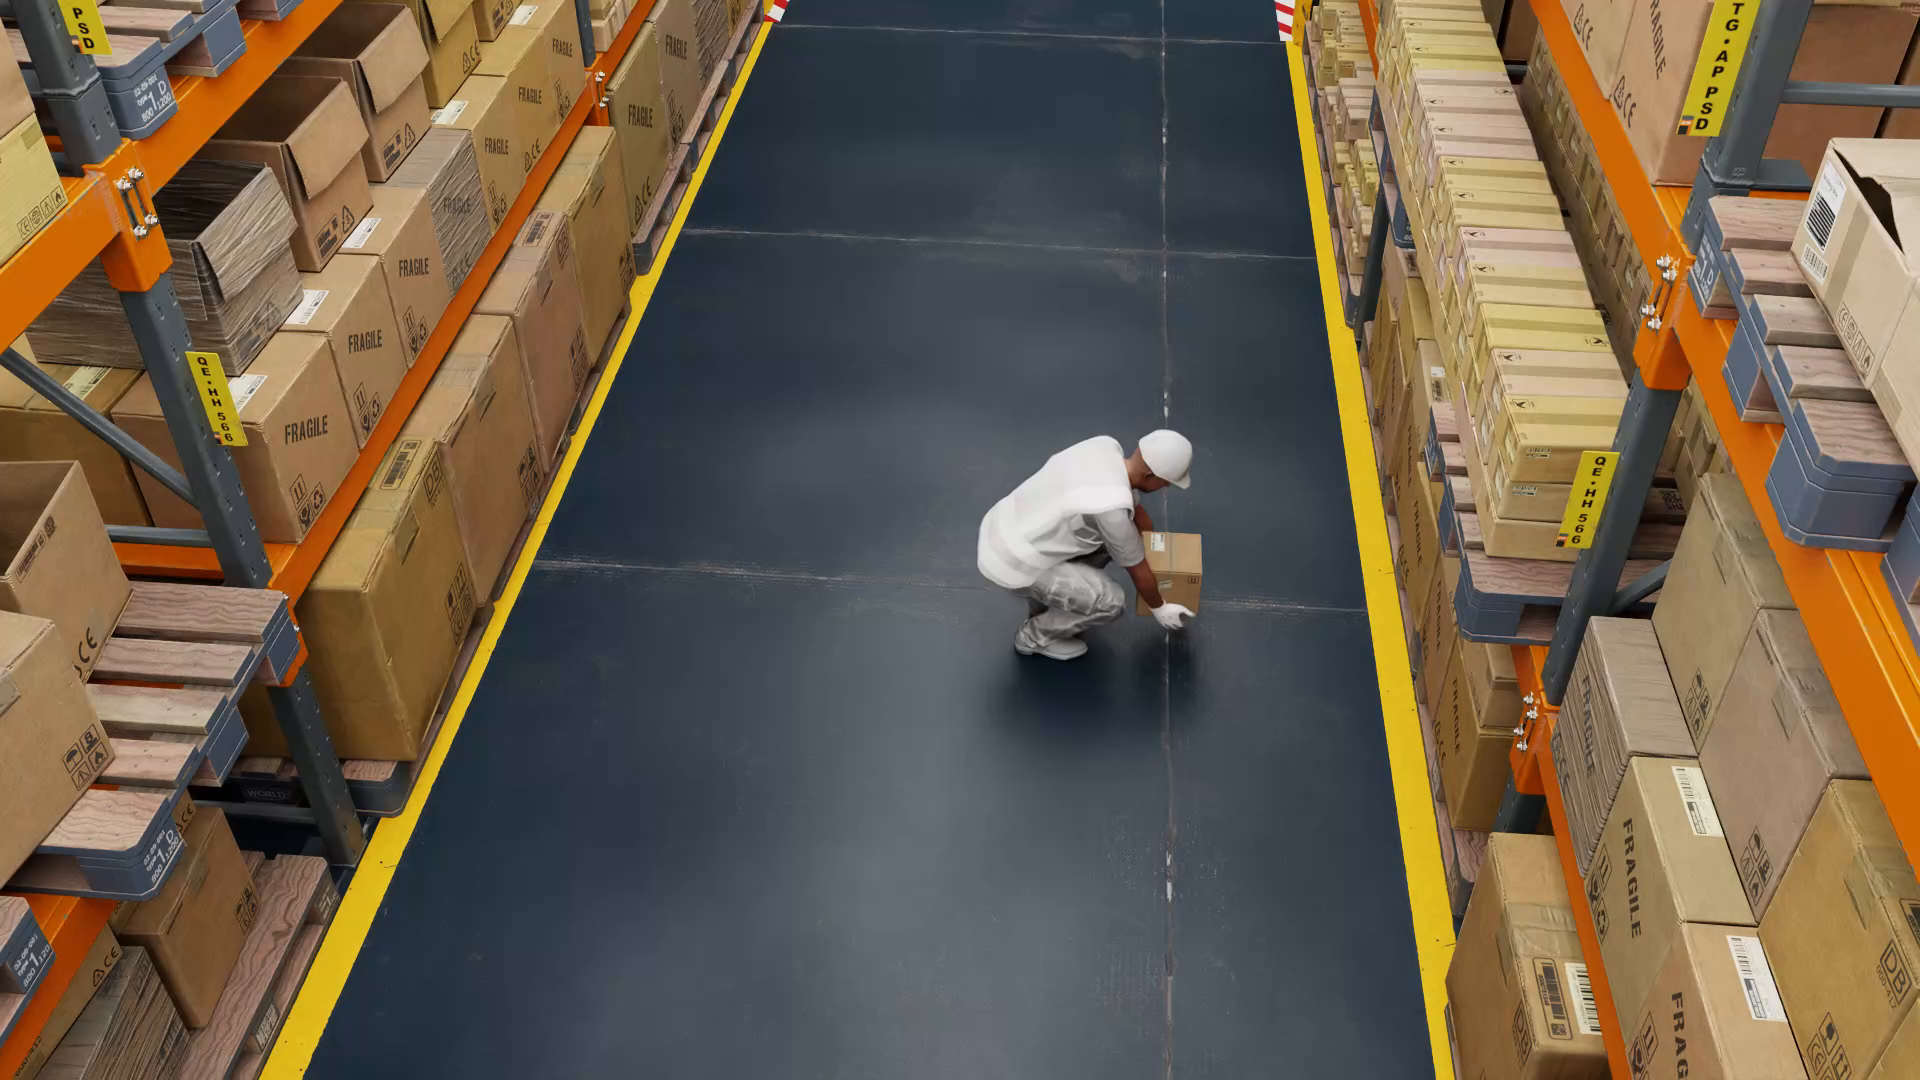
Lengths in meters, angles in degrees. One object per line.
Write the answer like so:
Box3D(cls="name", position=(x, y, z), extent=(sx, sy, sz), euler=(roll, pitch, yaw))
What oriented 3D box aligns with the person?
Box3D(cls="person", position=(0.526, -0.016, 6.775), extent=(0.907, 1.006, 0.563), euler=(3, 40, 3))
